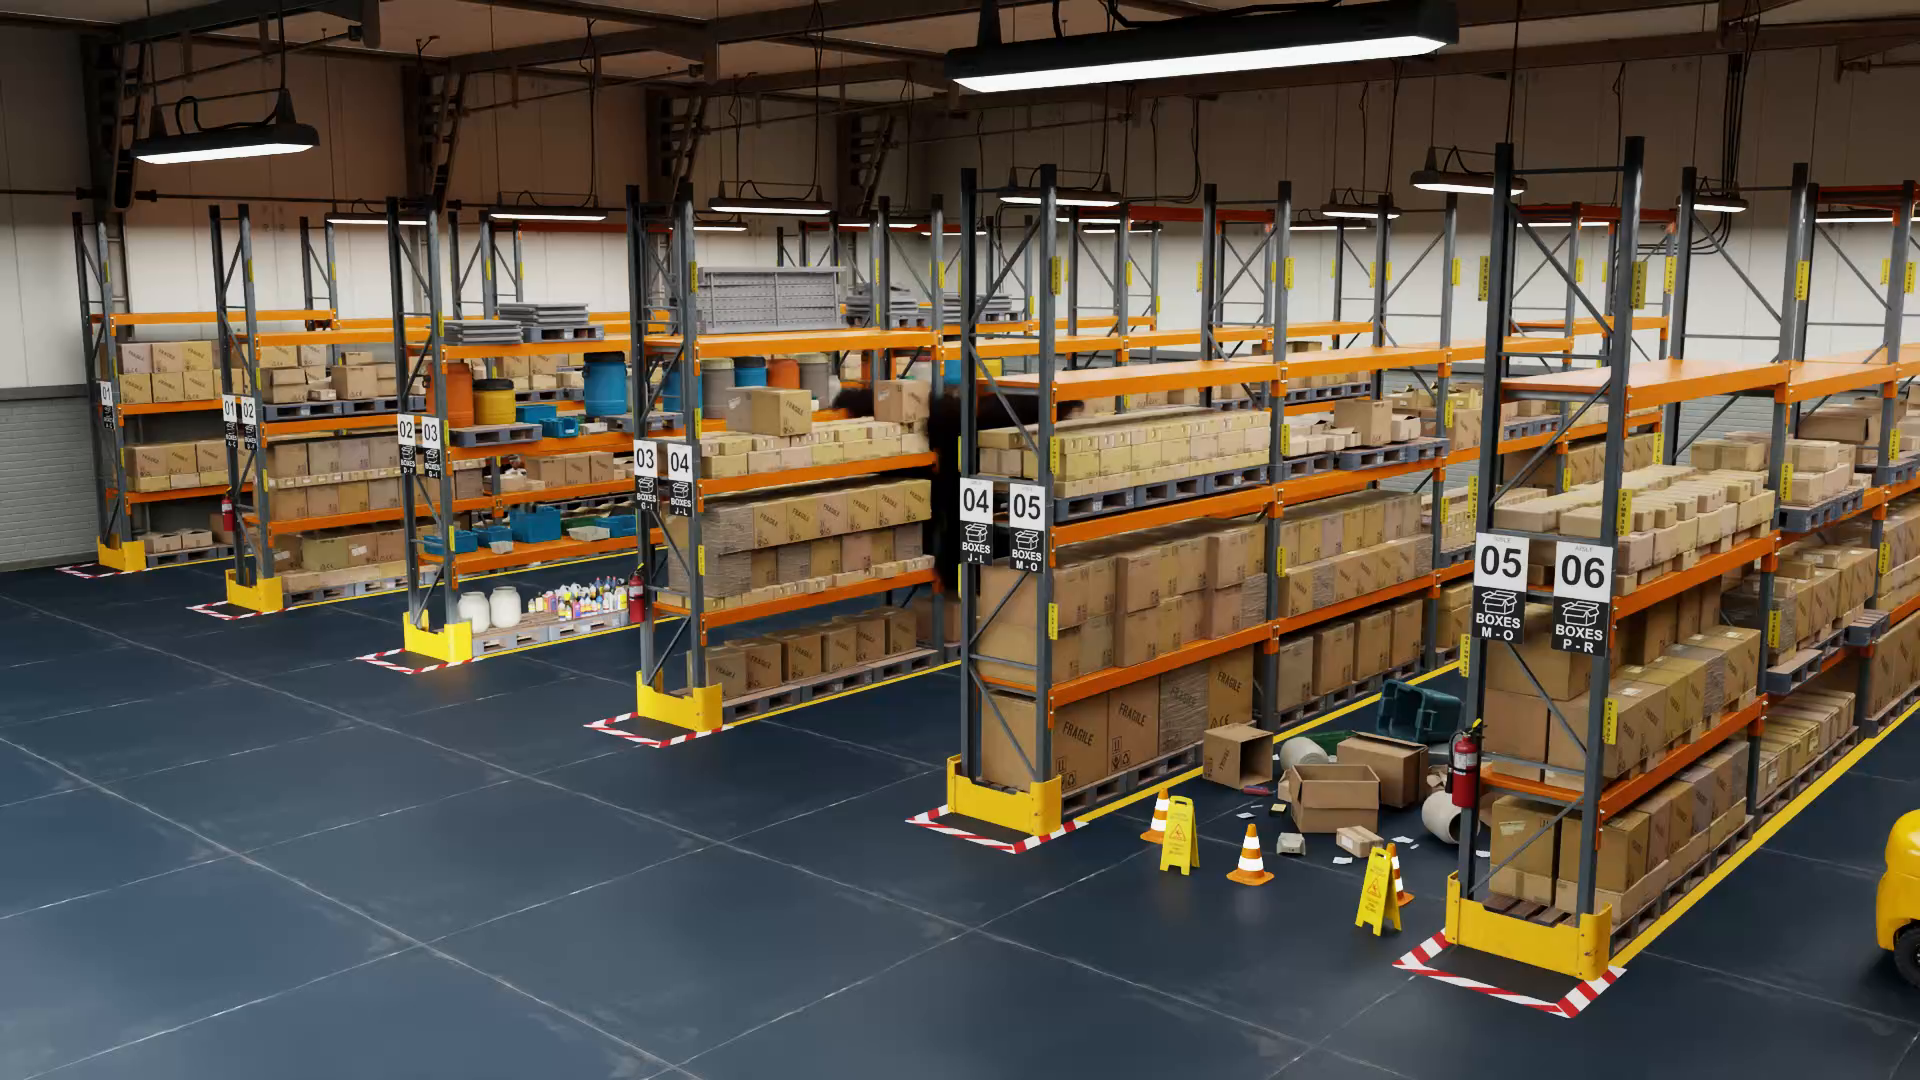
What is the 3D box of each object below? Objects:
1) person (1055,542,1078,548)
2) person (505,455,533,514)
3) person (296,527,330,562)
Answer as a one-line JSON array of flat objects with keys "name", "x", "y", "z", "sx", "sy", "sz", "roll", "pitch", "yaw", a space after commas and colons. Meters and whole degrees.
[{"name": "person", "x": 1.386, "y": 0.452, "z": 21.805, "sx": 0.533, "sy": 1.830, "sz": 0.857, "roll": 8, "pitch": 13, "yaw": 41}, {"name": "person", "x": -8.141, "y": -0.725, "z": 30.655, "sx": 0.514, "sy": 1.703, "sz": 0.436, "roll": -2, "pitch": 10, "yaw": -9}, {"name": "person", "x": -10.733, "y": -0.251, "z": 27.568, "sx": 0.401, "sy": 1.725, "sz": 0.563, "roll": 3, "pitch": 10, "yaw": 20}]
